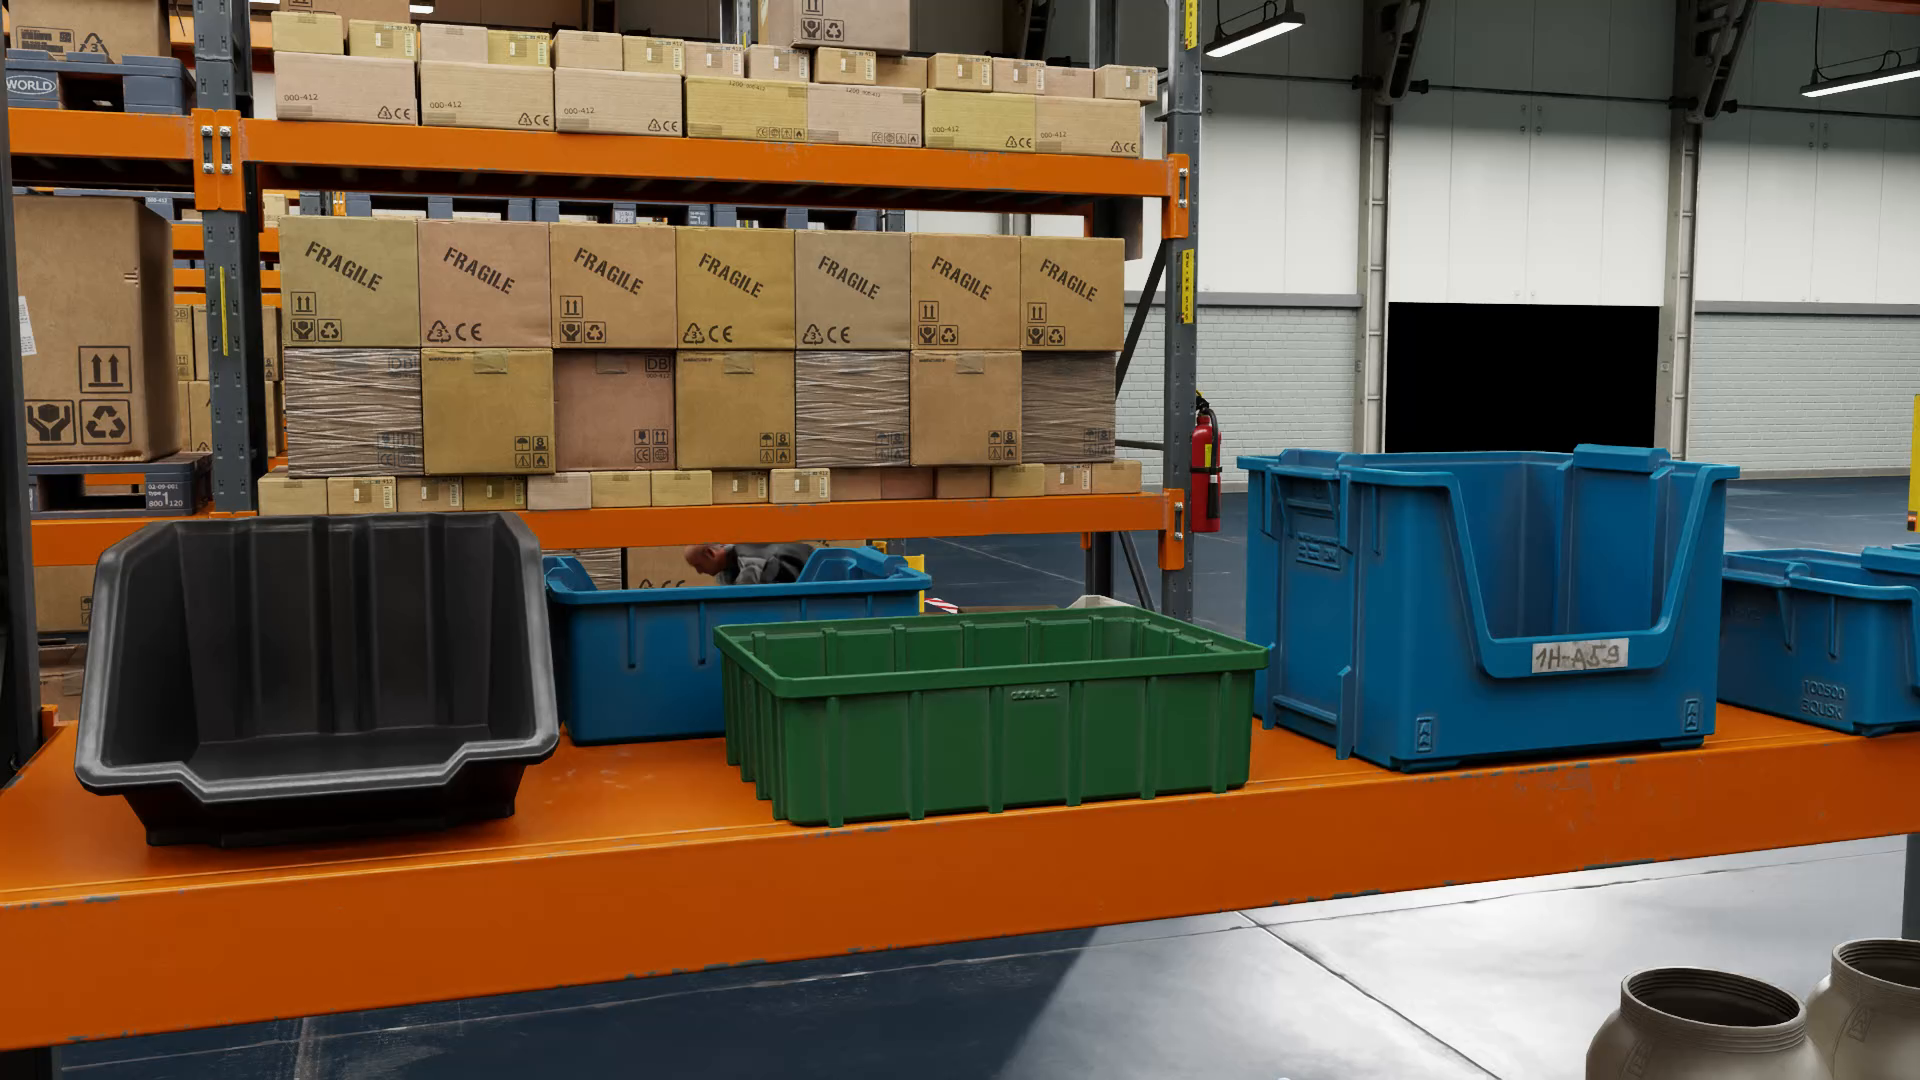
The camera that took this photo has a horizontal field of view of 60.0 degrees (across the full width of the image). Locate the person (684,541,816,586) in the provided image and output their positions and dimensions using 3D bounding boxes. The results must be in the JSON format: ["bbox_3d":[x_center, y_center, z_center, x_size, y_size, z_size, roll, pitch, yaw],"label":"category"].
[{"bbox_3d":[-1.137,0.422,9.624,0.923,0.952,0.518,-2,6,-21],"label":"person"}]
